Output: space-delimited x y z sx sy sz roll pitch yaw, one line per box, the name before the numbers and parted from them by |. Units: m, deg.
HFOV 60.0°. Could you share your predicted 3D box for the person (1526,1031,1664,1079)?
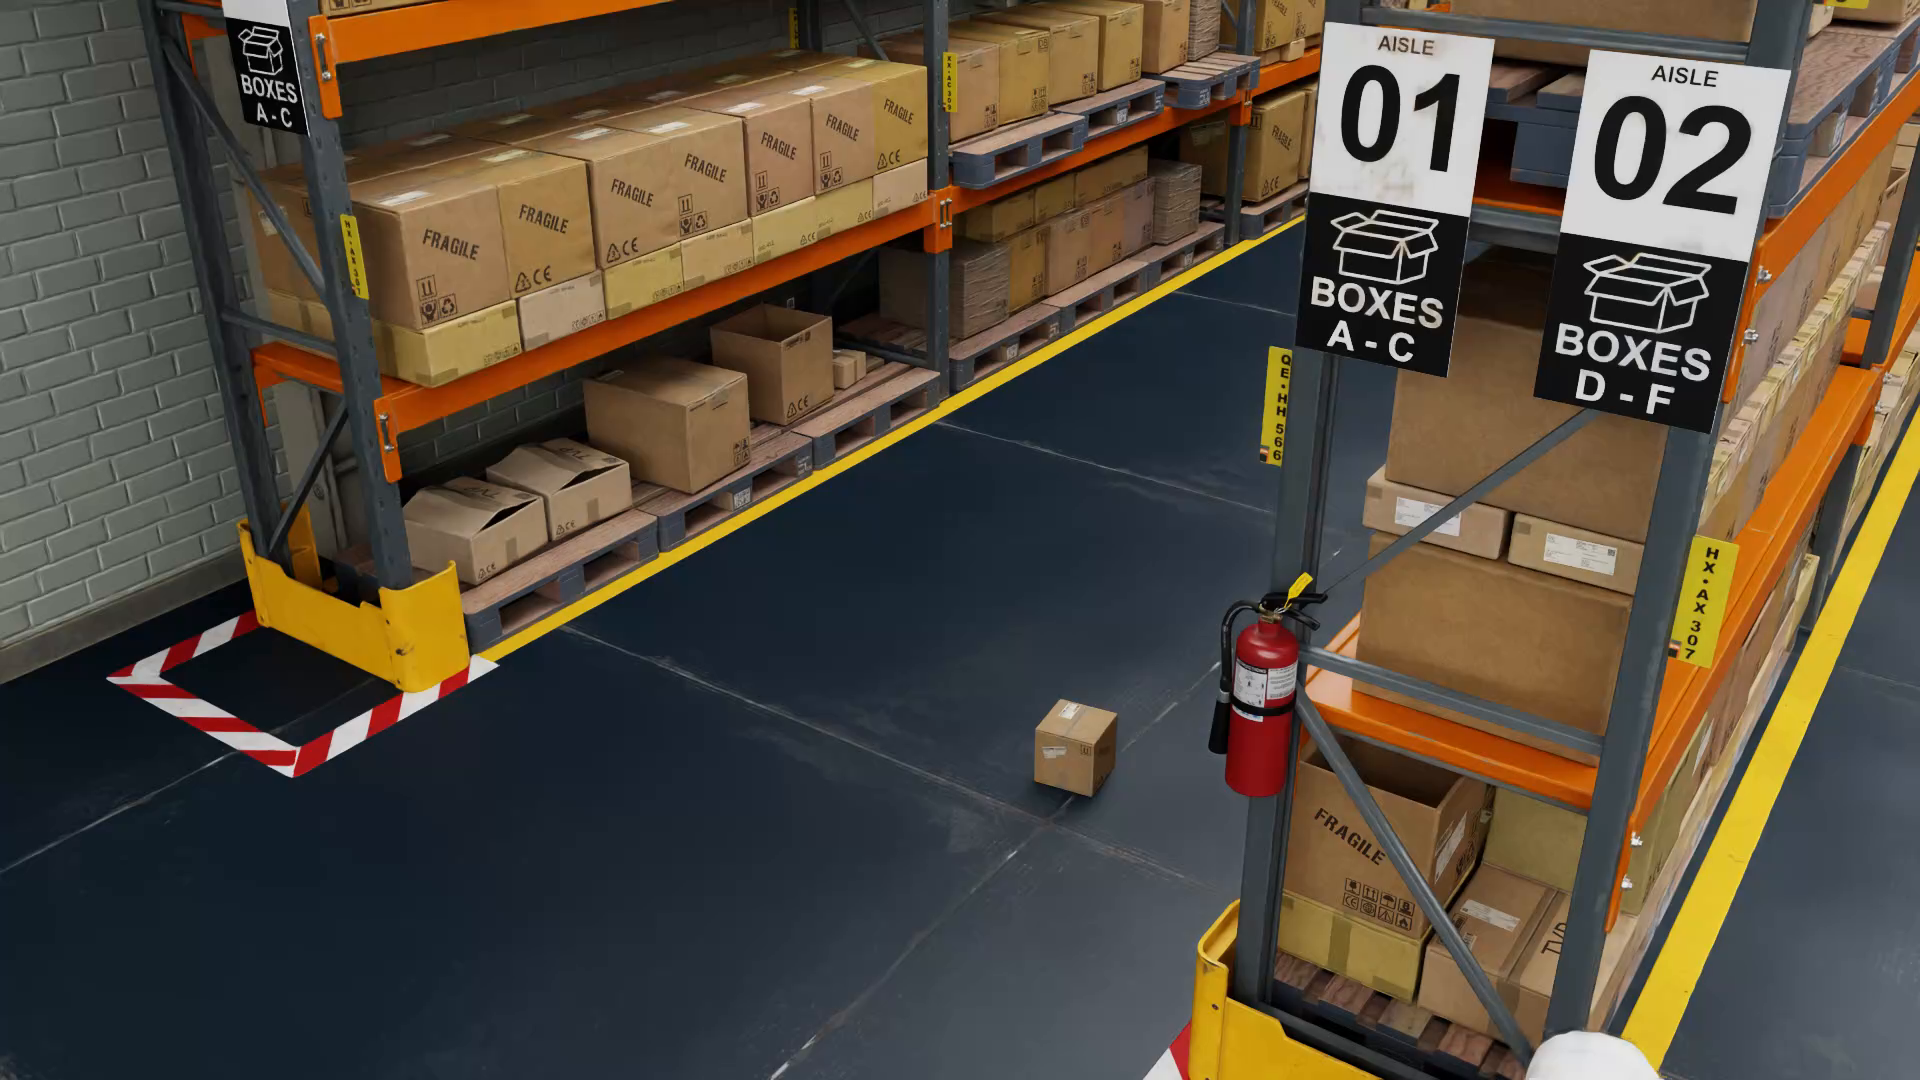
person | 1.126 1.659 3.242 0.526 1.764 0.536 23 35 38
